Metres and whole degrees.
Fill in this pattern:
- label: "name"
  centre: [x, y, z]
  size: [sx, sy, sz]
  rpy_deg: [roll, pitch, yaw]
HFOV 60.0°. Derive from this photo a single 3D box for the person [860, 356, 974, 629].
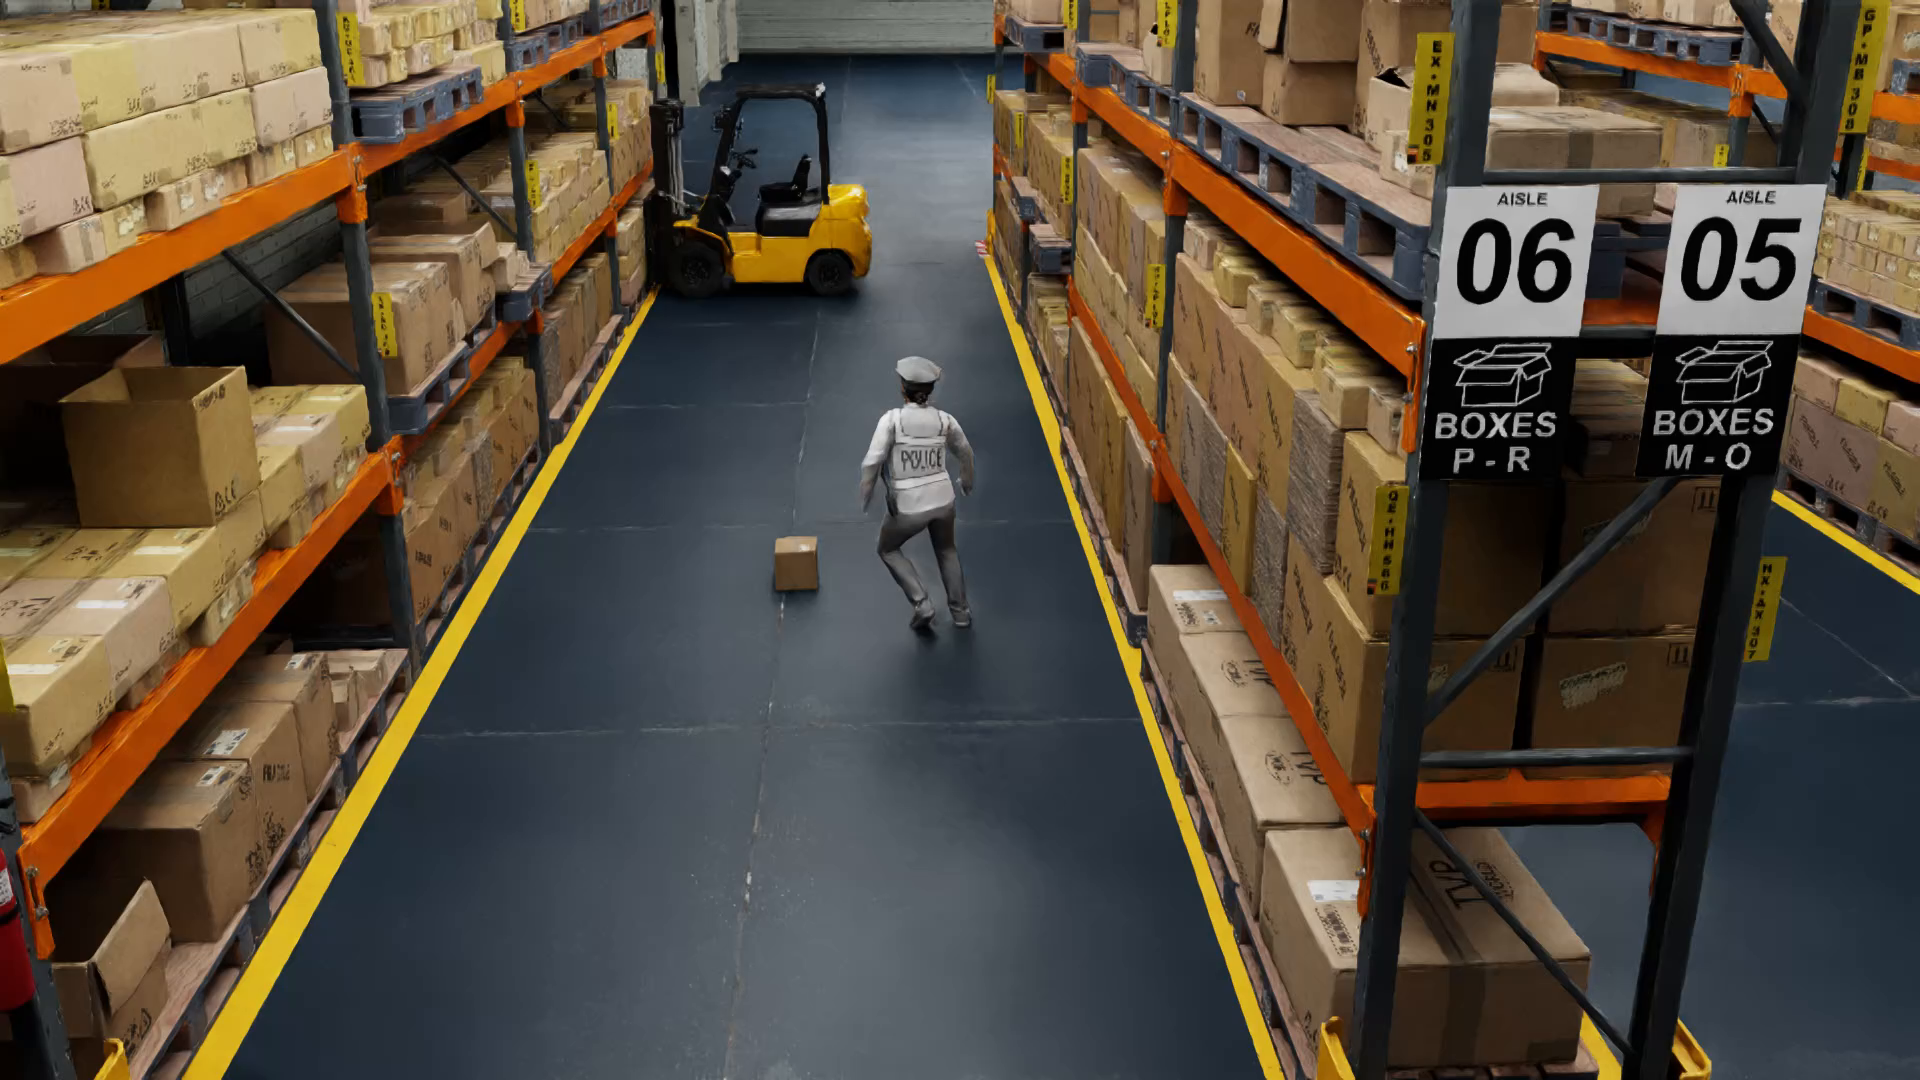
- label: "person"
  centre: [-0.205, -0.224, 9.293]
  size: [0.776, 1.603, 0.468]
  rpy_deg: [-10, 23, -25]
